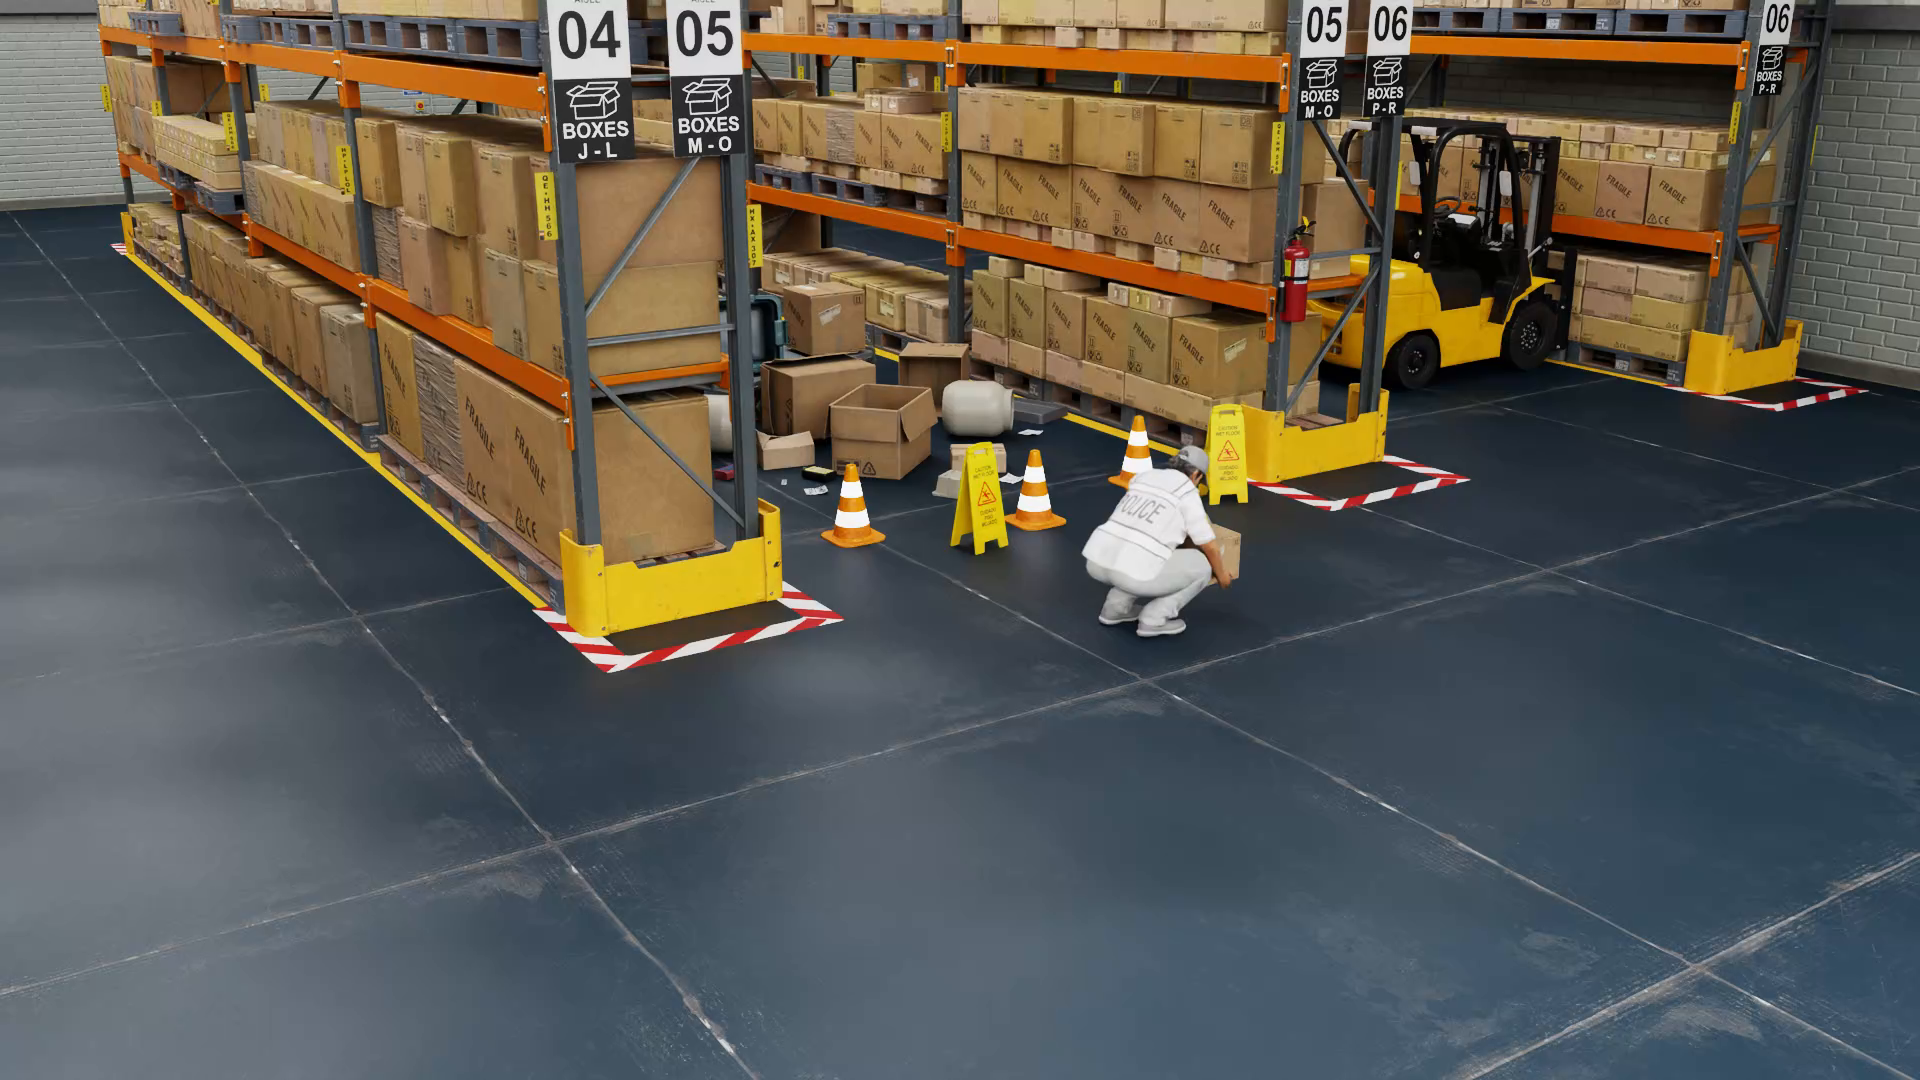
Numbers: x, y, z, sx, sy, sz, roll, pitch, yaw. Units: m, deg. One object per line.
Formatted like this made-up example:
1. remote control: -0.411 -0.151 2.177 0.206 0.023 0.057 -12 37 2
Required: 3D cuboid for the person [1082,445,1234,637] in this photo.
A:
1. person: 1.039 0.004 8.728 0.842 0.939 0.525 -12 21 -31
